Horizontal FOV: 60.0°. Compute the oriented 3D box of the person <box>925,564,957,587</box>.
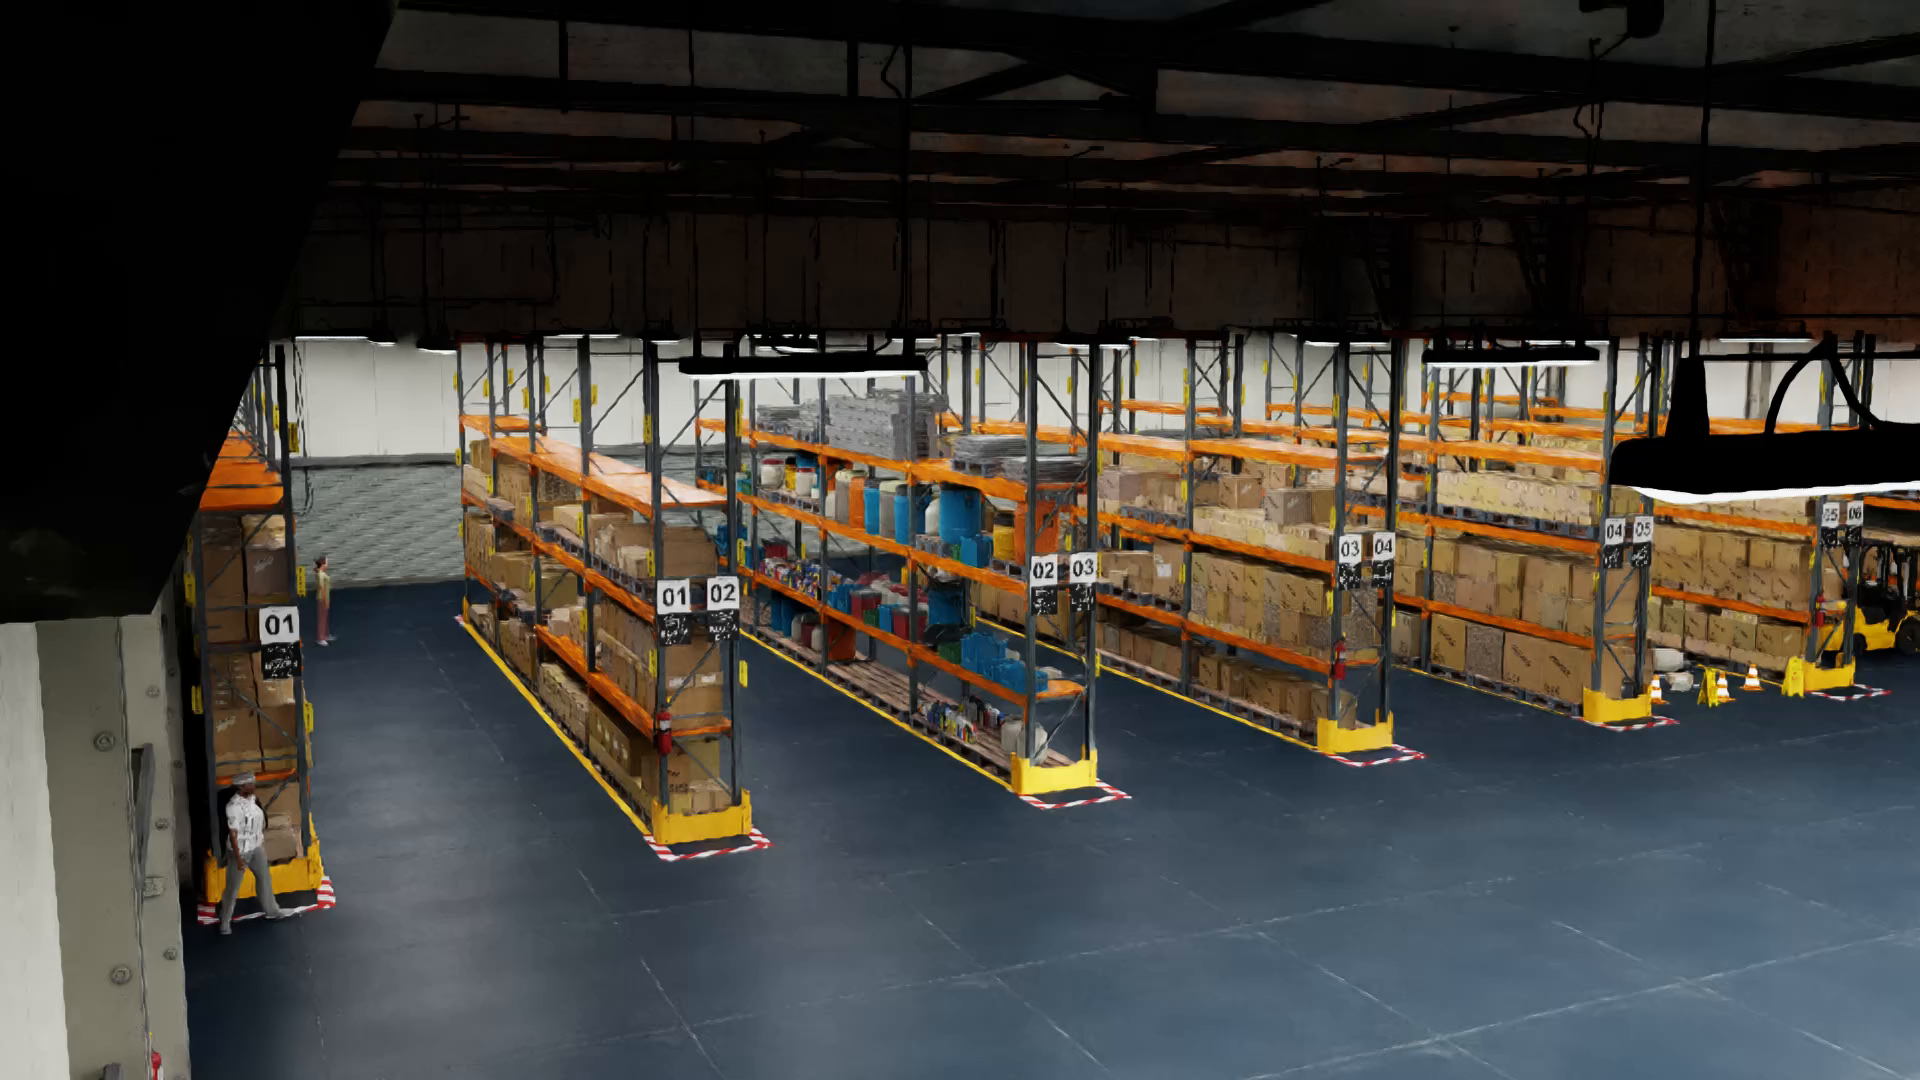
[{"bbox_3d":[-0.370,0.984,33.375,0.661,1.742,0.551,-4,8,-25],"label":"person"}]

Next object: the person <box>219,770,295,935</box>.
[{"bbox_3d":[-7.367,3.185,17.224,0.556,1.668,0.697,2,8,11],"label":"person"}]

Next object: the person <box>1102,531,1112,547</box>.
[{"bbox_3d":[3.799,-0.226,42.469,0.567,1.658,0.488,4,9,30],"label":"person"}]

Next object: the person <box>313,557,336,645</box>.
[{"bbox_3d":[-12.306,1.153,32.173,0.382,1.677,0.594,-3,8,-23],"label":"person"}]
